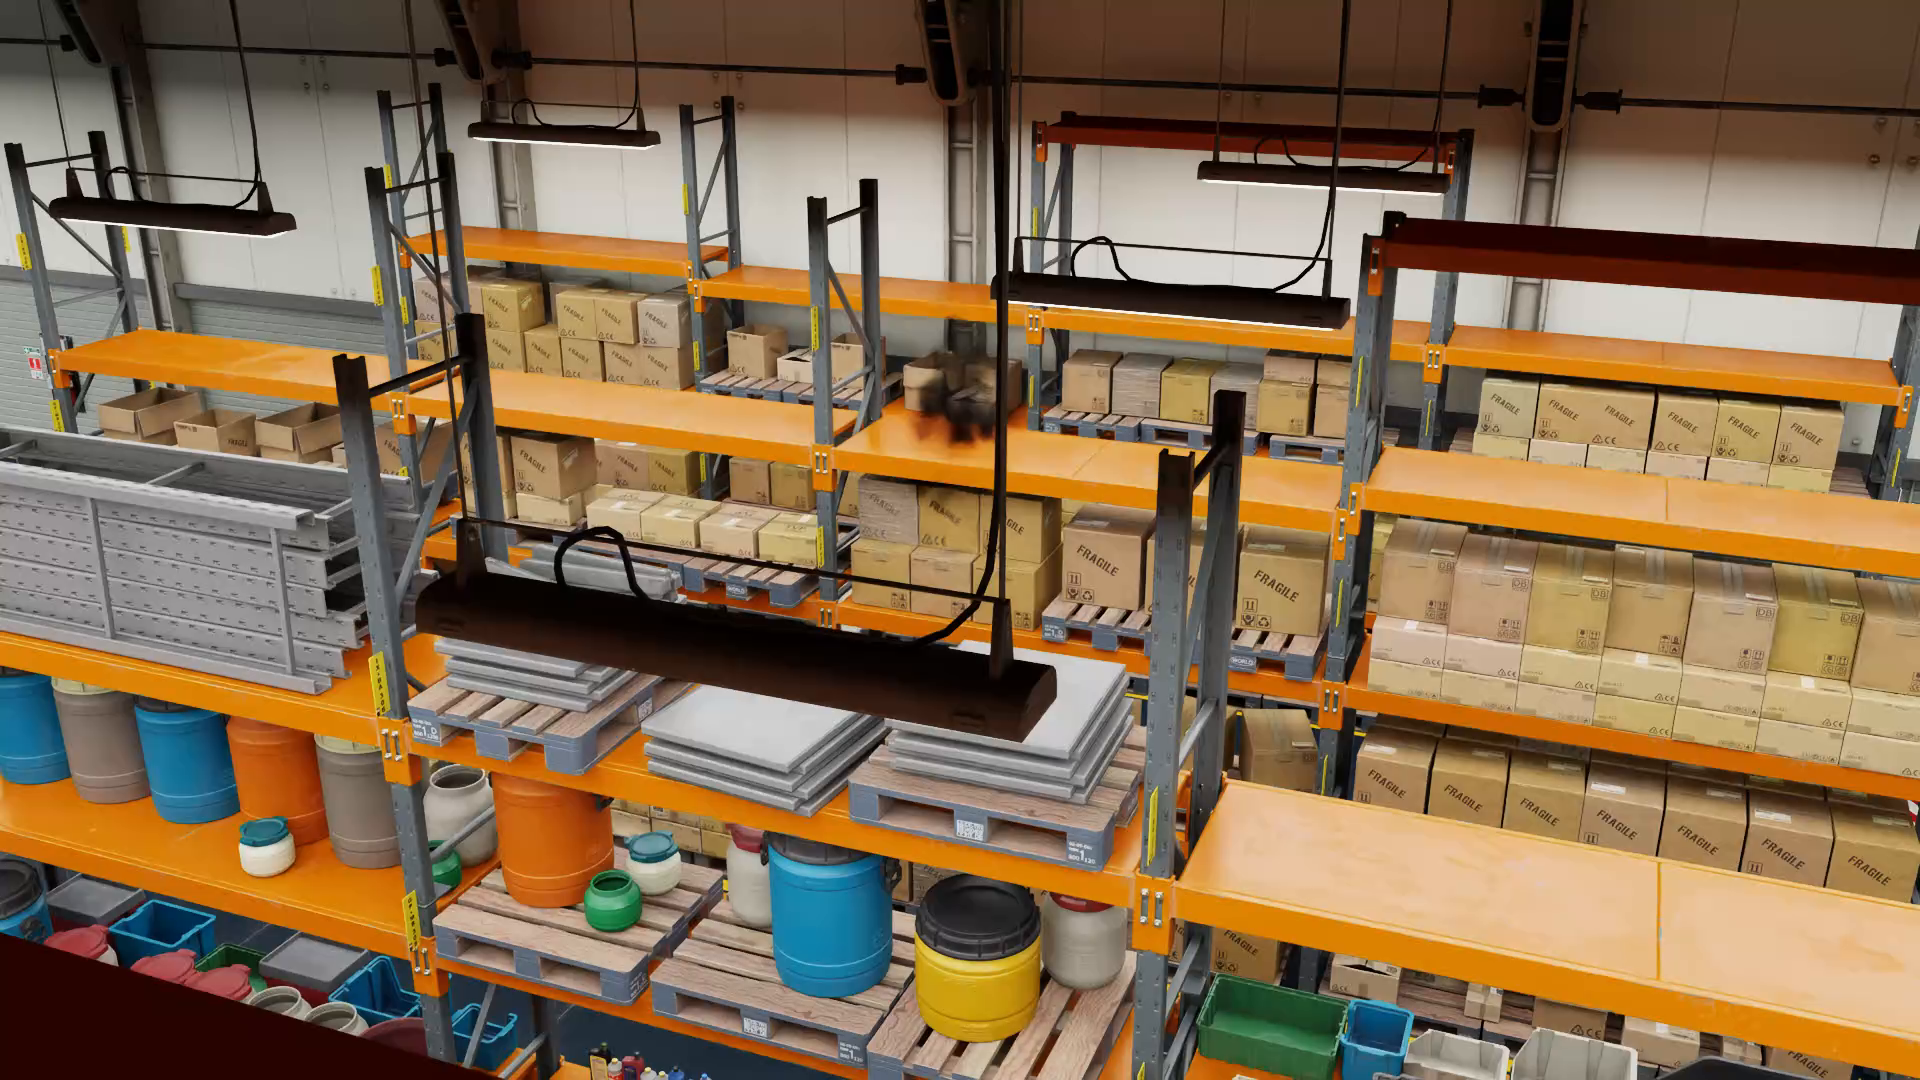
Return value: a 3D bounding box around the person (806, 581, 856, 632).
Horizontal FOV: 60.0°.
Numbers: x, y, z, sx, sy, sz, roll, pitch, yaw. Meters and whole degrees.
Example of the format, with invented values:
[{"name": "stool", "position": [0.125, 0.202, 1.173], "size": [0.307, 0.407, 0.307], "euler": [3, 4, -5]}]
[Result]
[{"name": "person", "position": [-1.194, 0.984, 16.551], "size": [0.730, 1.849, 0.675], "euler": [9, 23, 22]}]
